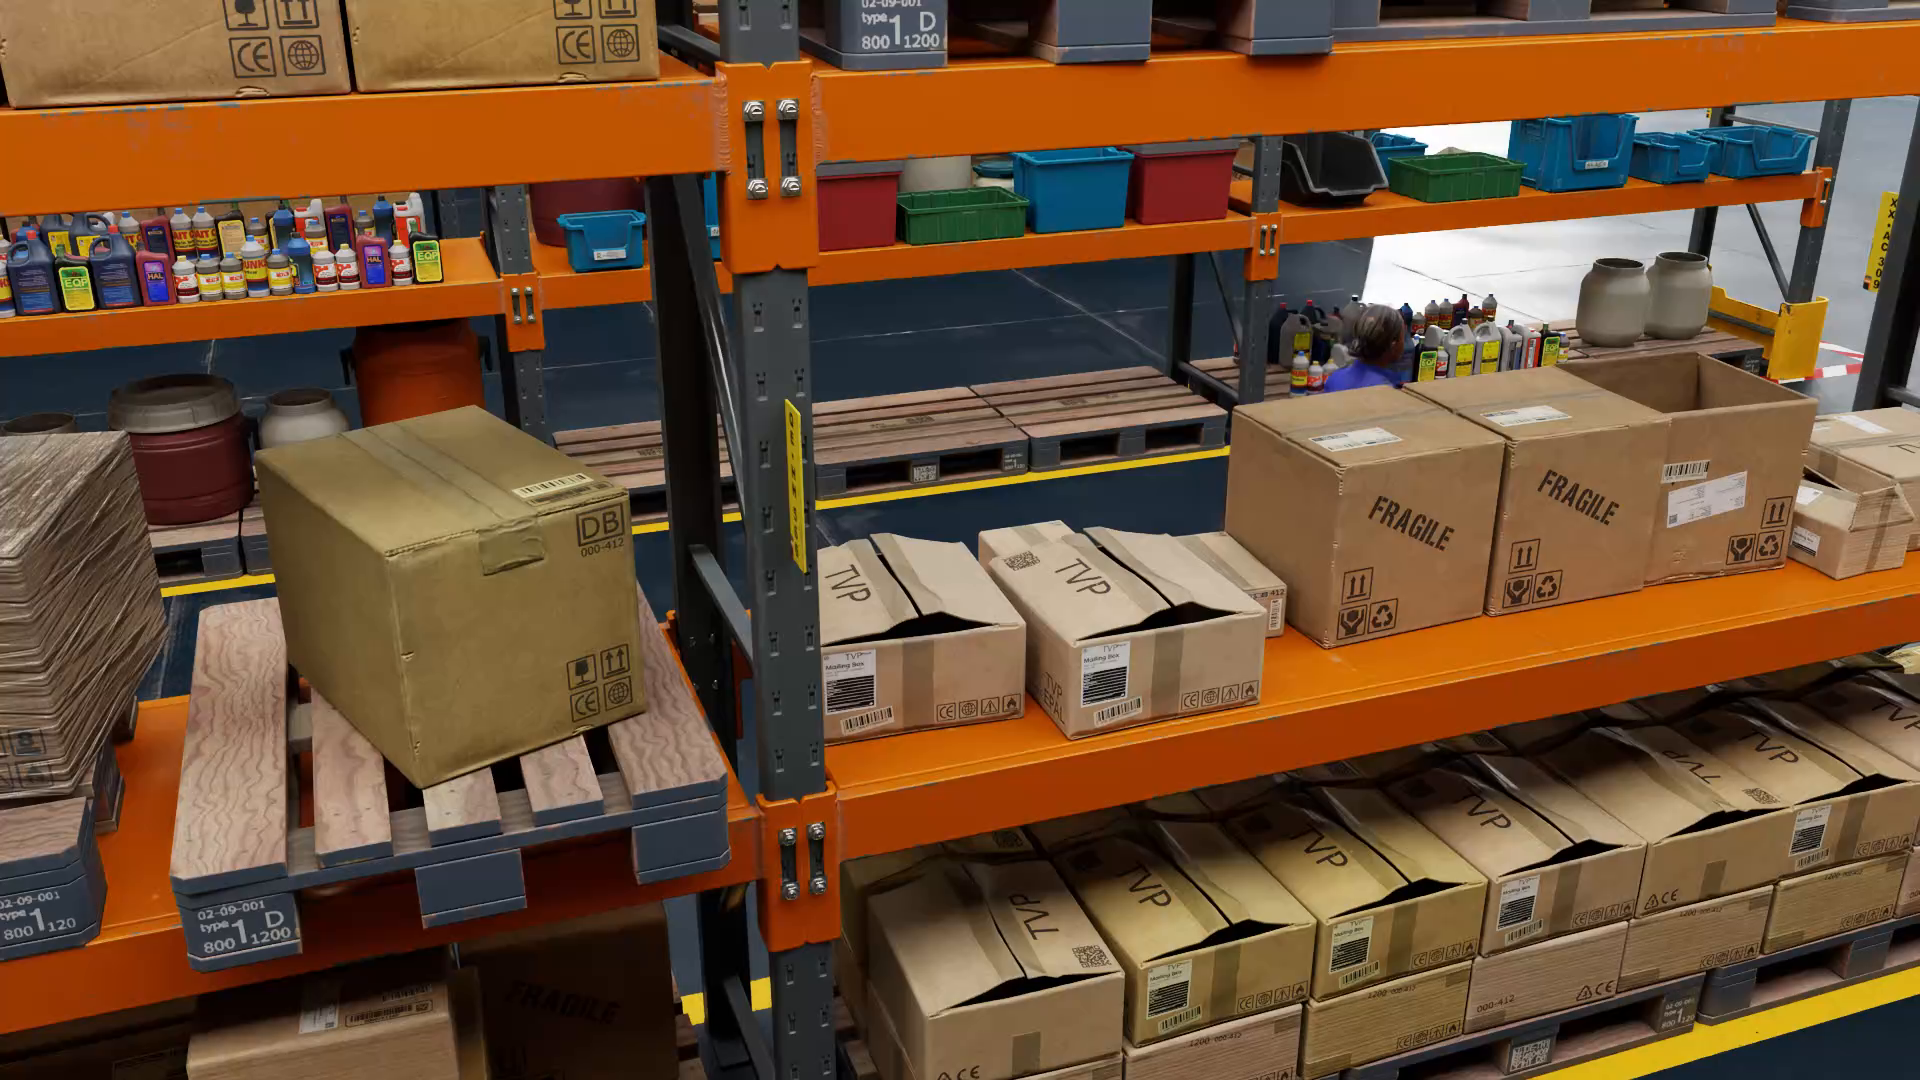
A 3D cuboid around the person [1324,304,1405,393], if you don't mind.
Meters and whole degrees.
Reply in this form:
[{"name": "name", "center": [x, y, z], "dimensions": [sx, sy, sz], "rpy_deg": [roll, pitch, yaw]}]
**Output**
[{"name": "person", "center": [1.466, -0.085, 6.265], "dimensions": [0.760, 1.627, 0.472], "rpy_deg": [-7, 24, -17]}]
